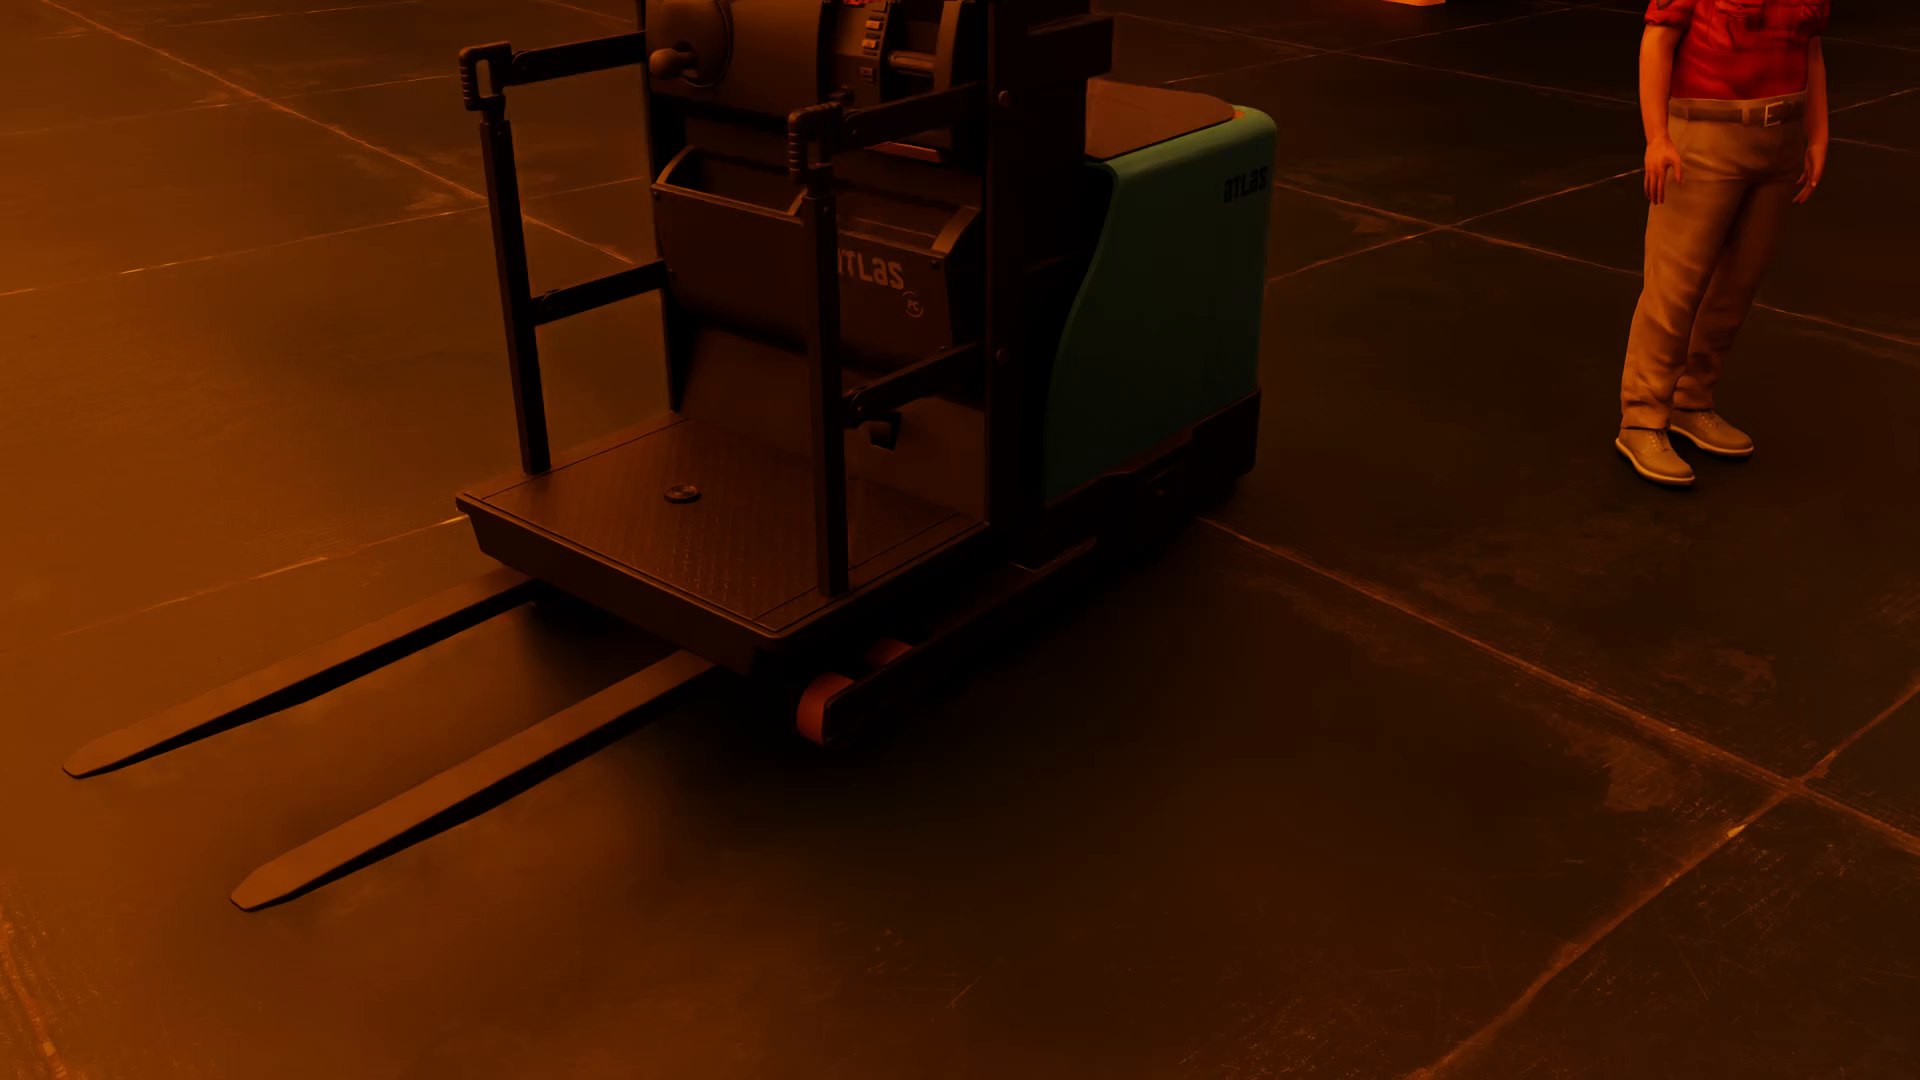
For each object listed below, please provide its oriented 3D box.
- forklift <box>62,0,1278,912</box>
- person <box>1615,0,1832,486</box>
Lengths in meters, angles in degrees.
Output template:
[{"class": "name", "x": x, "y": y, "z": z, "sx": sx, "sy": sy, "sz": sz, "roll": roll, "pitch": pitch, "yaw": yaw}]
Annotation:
[{"class": "forklift", "x": -0.476, "y": -1.111, "z": 3.442, "sx": 1.130, "sy": 2.935, "sz": 3.031, "roll": 20, "pitch": 33, "yaw": 35}, {"class": "person", "x": 2.235, "y": -1.069, "z": 4.694, "sx": 0.635, "sy": 1.727, "sz": 0.552, "roll": -9, "pitch": 28, "yaw": -17}]
